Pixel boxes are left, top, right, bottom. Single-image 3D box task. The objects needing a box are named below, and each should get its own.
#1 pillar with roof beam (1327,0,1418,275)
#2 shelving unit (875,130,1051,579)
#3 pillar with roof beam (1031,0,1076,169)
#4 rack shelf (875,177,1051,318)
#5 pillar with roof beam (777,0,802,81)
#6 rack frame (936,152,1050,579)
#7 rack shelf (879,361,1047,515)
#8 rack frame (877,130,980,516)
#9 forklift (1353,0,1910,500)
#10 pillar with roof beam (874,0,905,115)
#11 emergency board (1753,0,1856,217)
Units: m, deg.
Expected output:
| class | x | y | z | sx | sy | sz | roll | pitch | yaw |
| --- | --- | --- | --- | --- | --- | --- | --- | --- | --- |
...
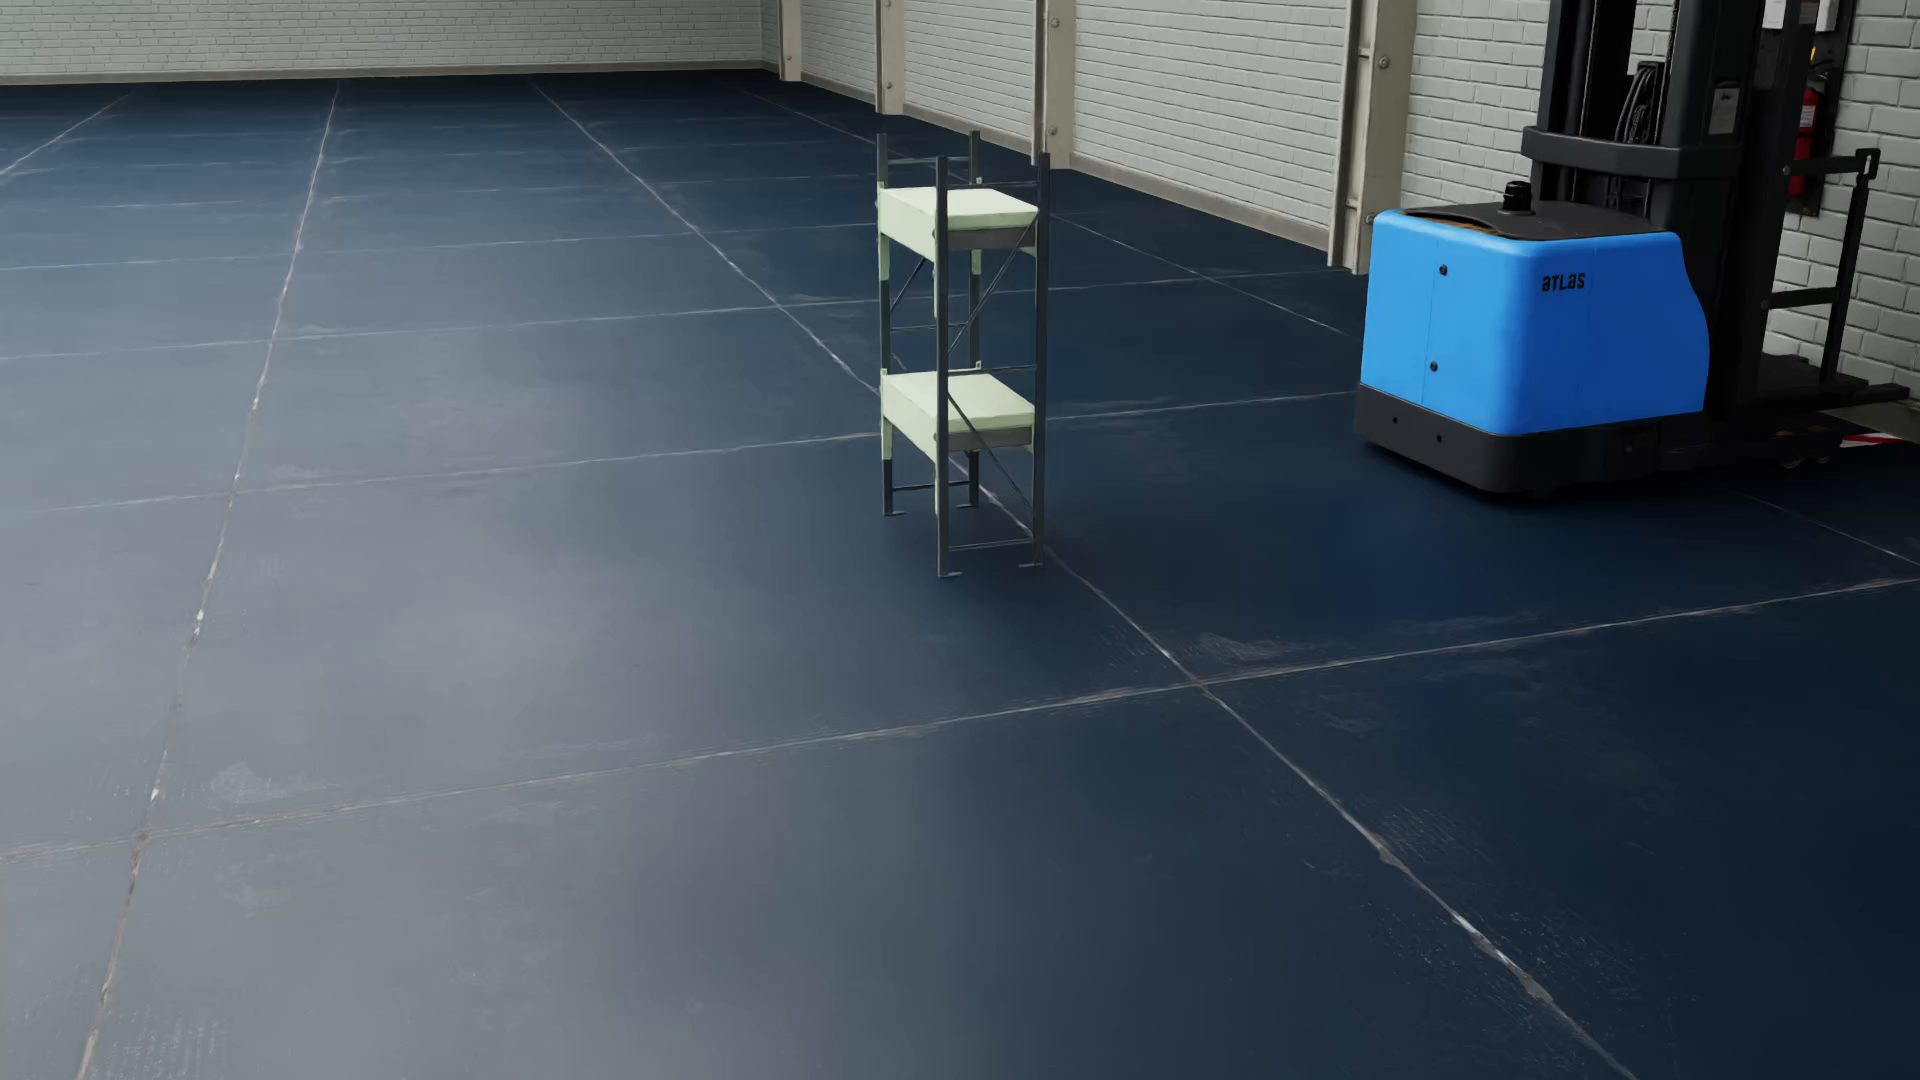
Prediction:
| class | x | y | z | sx | sy | sz | roll | pitch | yaw |
| --- | --- | --- | --- | --- | --- | --- | --- | --- | --- |
| pillar with roof beam | -1.254 | -5.699 | 8.971 | 9.100 | 9.000 | 0.400 | -6 | 21 | -17 |
| shelving unit | -0.002 | -0.708 | 6.169 | 0.431 | 1.500 | 0.755 | -6 | 21 | -17 |
| pillar with roof beam | -3.140 | -7.625 | 14.332 | 9.100 | 9.000 | 0.400 | -6 | 21 | -17 |
| rack shelf | -0.002 | -1.075 | 6.037 | 0.431 | 0.370 | 0.720 | -6 | 21 | -17 |
| pillar with roof beam | -6.912 | -11.475 | 25.053 | 9.100 | 9.000 | 0.400 | -6 | 21 | -17 |
| rack frame | 0.113 | -0.591 | 5.842 | 0.400 | 1.500 | 0.023 | -6 | 21 | -17 |
| rack shelf | -0.002 | -0.401 | 6.279 | 0.431 | 0.370 | 0.720 | -6 | 21 | -17 |
| rack frame | -0.117 | -0.825 | 6.496 | 0.400 | 1.500 | 0.023 | -6 | 21 | -17 |
| forklift | 3.354 | -1.849 | 7.229 | 3.031 | 2.935 | 1.130 | -8 | 21 | -21 |
| pillar with roof beam | -5.026 | -9.550 | 19.693 | 9.100 | 9.000 | 0.400 | -6 | 21 | -17 |
| emergency board | 3.978 | -2.205 | 8.117 | 0.194 | 1.169 | 0.643 | -6 | 21 | -17 |
